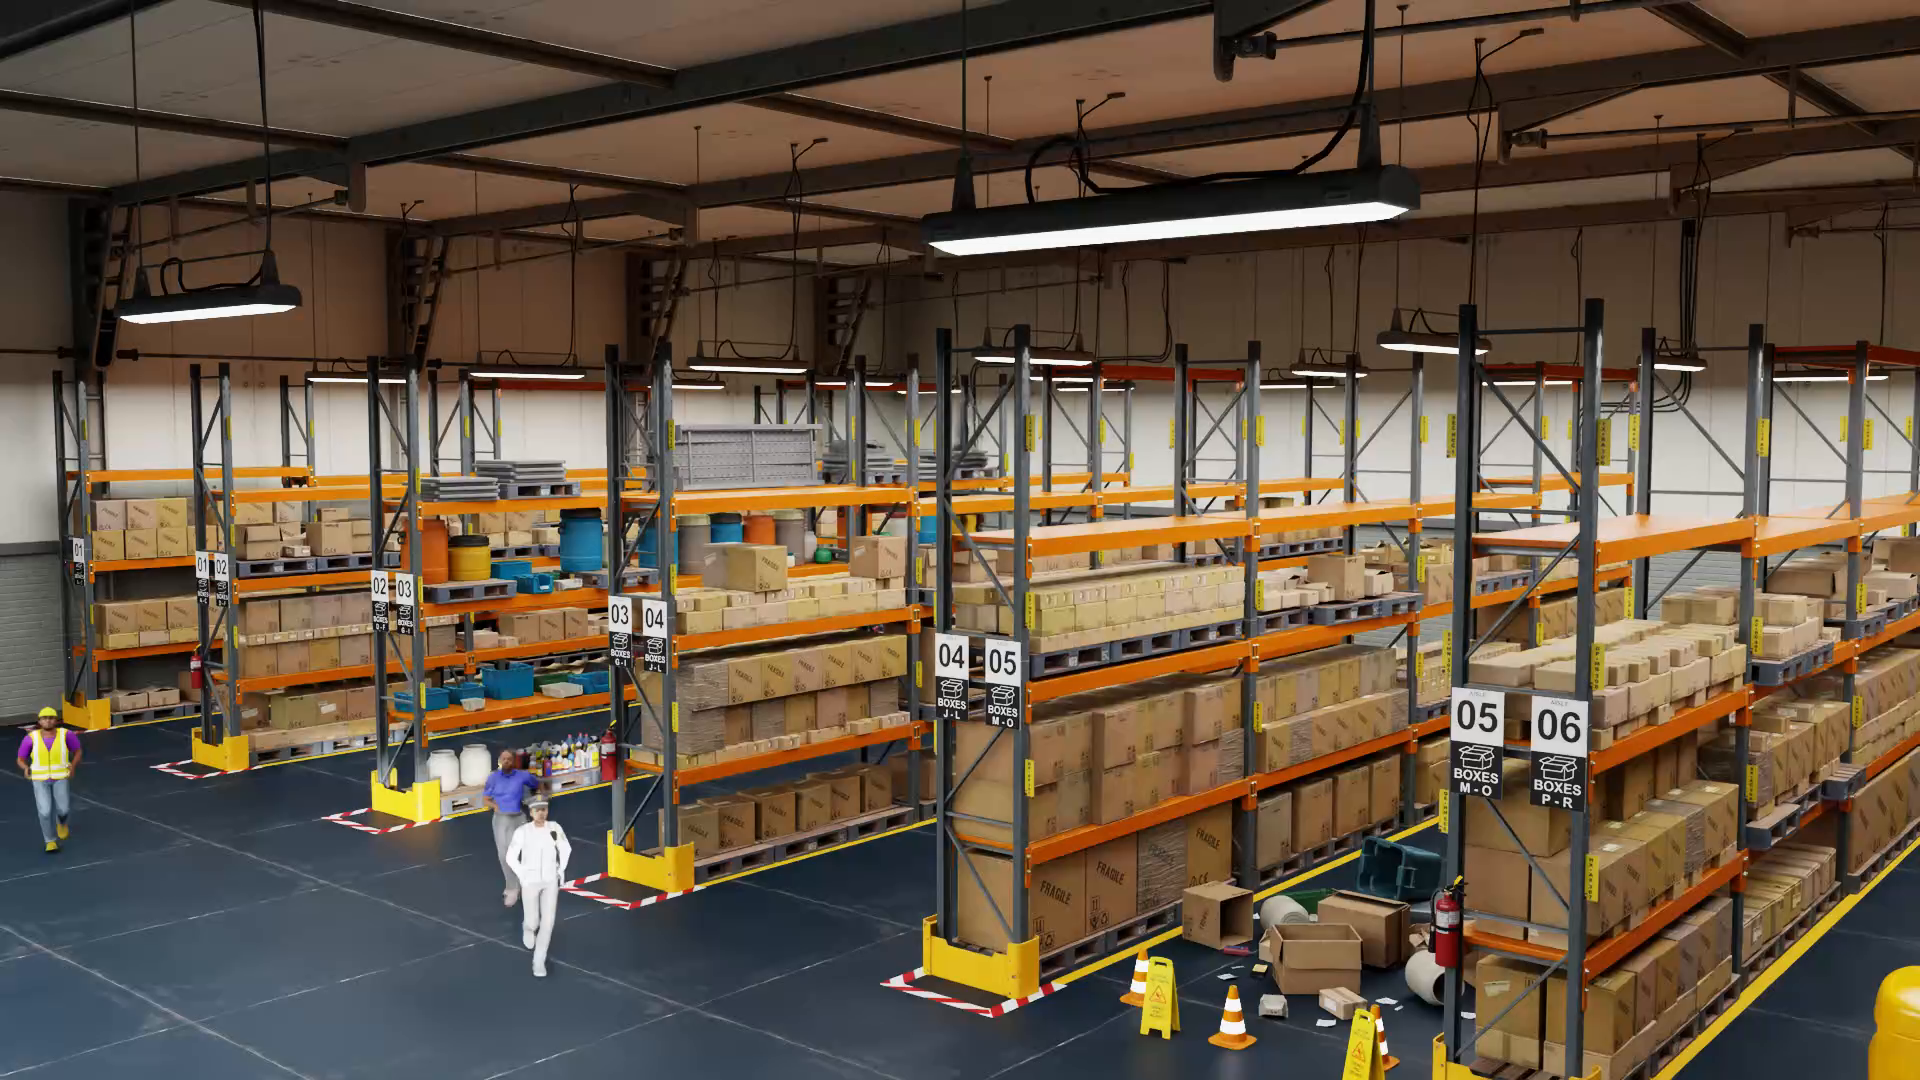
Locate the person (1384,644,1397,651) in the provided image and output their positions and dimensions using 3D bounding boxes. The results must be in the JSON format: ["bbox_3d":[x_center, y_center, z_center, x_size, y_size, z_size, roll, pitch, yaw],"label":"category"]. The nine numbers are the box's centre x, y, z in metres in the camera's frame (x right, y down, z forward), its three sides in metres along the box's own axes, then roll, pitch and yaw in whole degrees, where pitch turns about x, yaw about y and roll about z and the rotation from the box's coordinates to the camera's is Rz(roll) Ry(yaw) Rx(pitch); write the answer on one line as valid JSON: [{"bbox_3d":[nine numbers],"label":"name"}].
[{"bbox_3d":[6.529,2.472,25.268,0.704,1.793,0.889,4,6,42],"label":"person"}]

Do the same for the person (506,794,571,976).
[{"bbox_3d":[-3.954,3.207,15.672,0.612,1.656,0.701,-2,4,-23],"label":"person"}]

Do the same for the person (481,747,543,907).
[{"bbox_3d":[-4.815,3.110,17.794,0.583,1.579,0.679,0,4,3],"label":"person"}]

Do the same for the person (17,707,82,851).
[{"bbox_3d":[-10.933,2.864,19.987,0.696,1.716,0.605,-2,5,-29],"label":"person"}]
